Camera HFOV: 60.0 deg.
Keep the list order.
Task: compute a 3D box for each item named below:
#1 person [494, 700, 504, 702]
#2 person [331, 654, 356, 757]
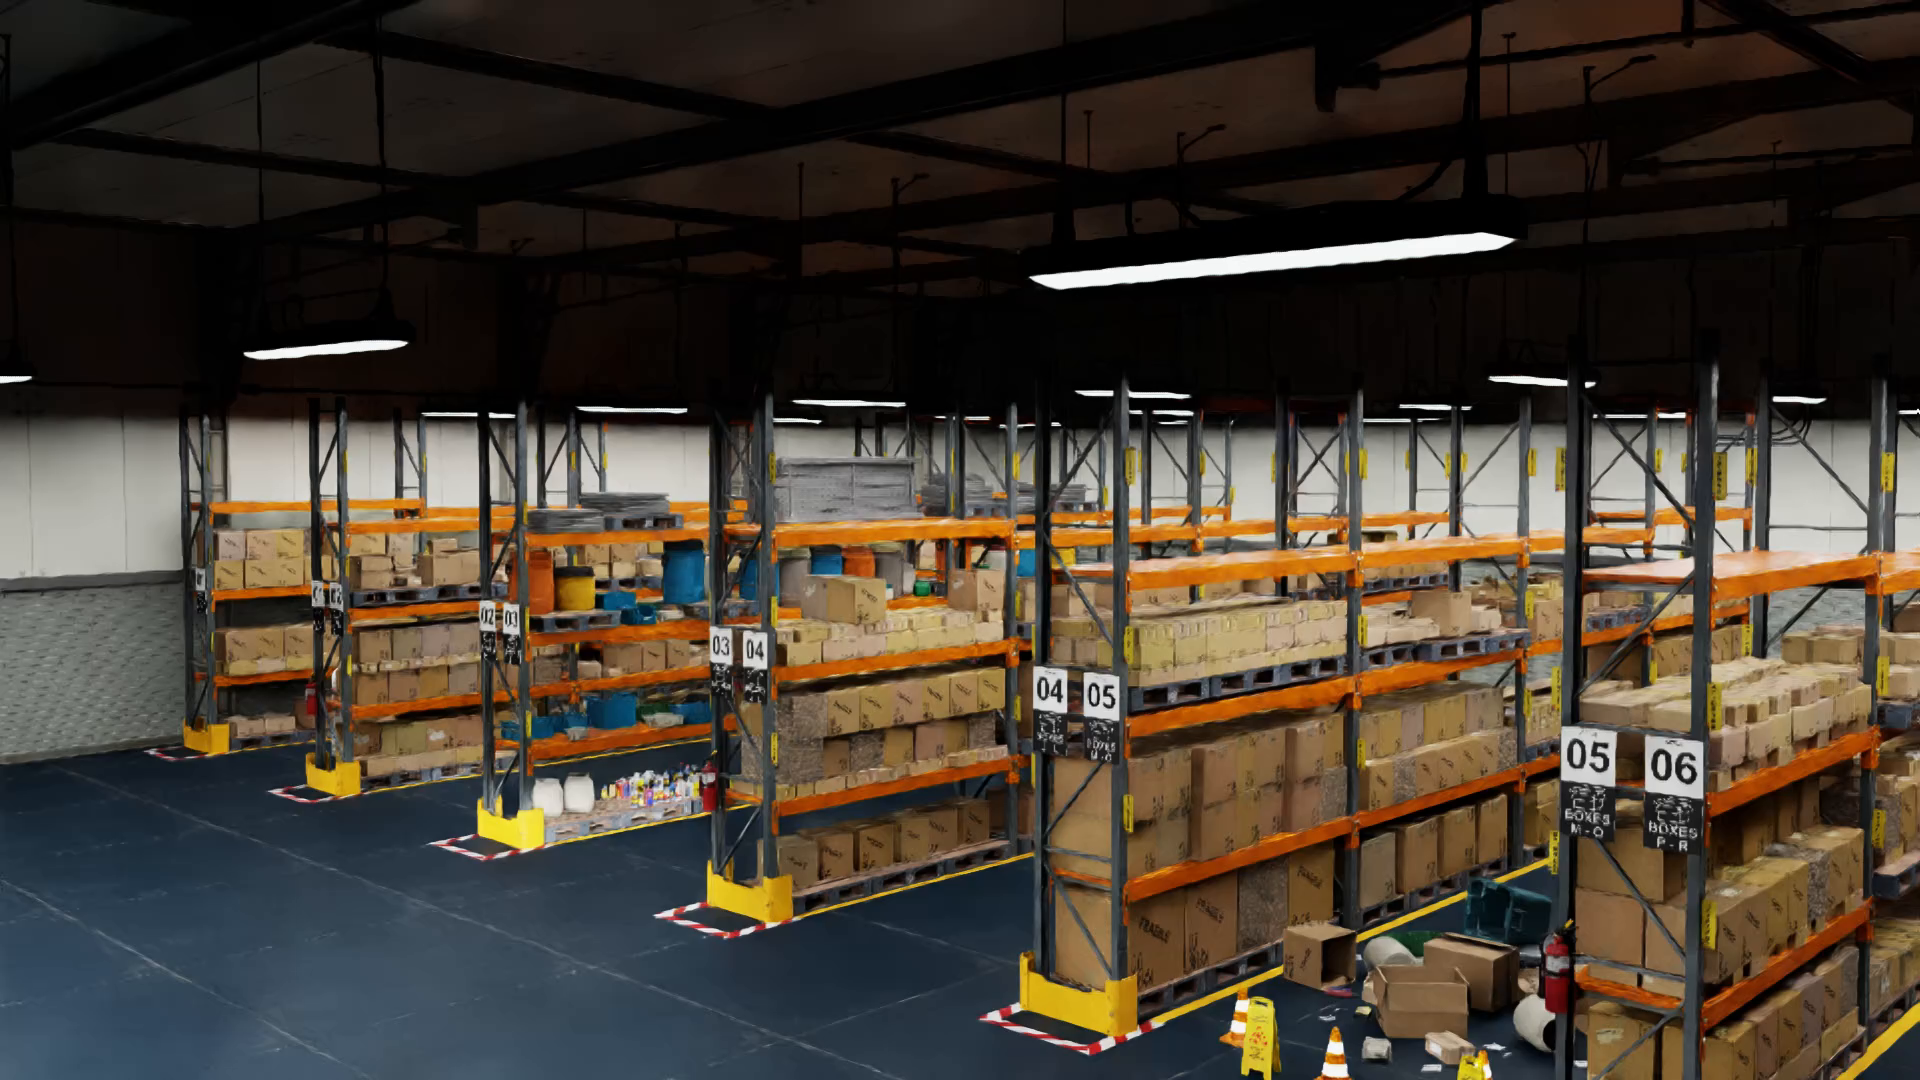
[{"bbox_3d":[-8.093,2.789,29.274,0.543,1.649,1.119,3,4,41],"label":"person"},{"bbox_3d":[-10.434,2.778,28.329,0.490,1.768,0.628,1,3,14],"label":"person"}]
